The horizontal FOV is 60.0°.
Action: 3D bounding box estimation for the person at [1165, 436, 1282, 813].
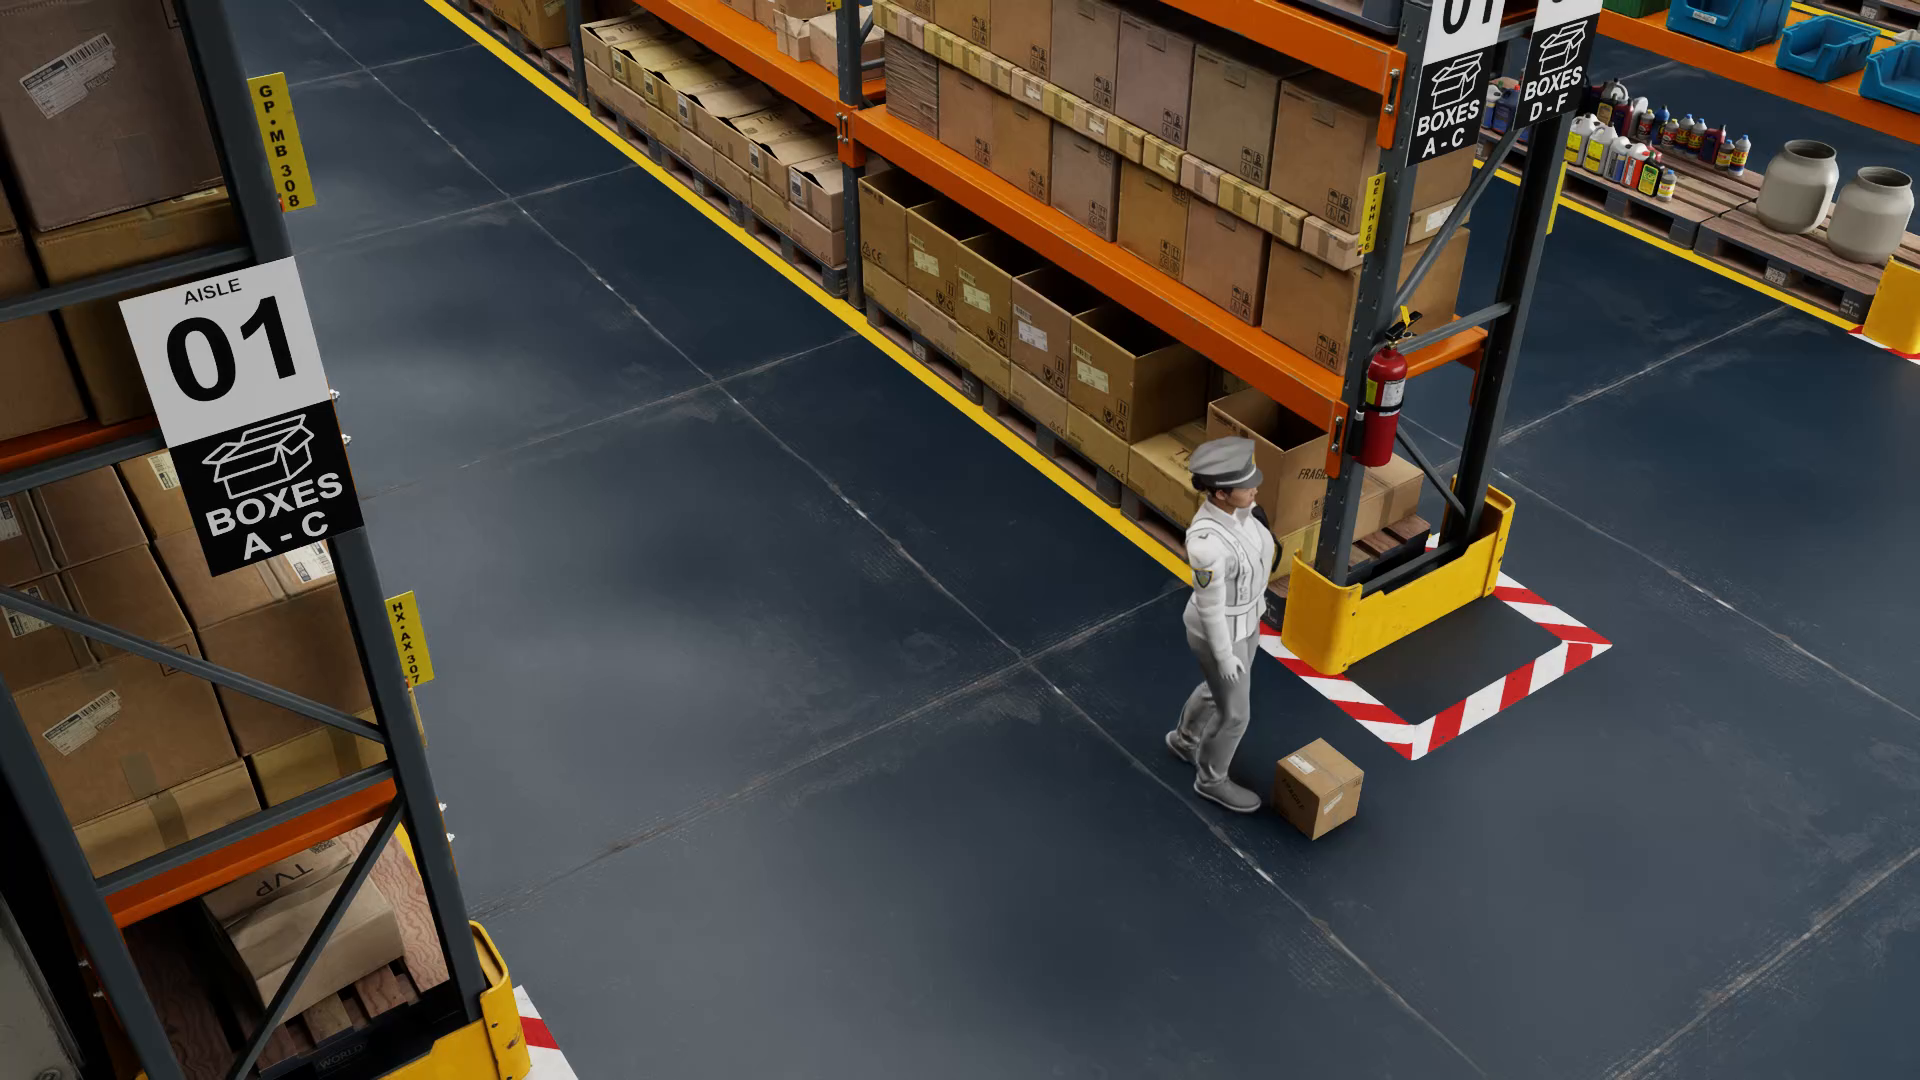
[{"bbox_3d":[1.069,0.366,6.576,0.484,1.761,0.481,17,40,21],"label":"person"}]
